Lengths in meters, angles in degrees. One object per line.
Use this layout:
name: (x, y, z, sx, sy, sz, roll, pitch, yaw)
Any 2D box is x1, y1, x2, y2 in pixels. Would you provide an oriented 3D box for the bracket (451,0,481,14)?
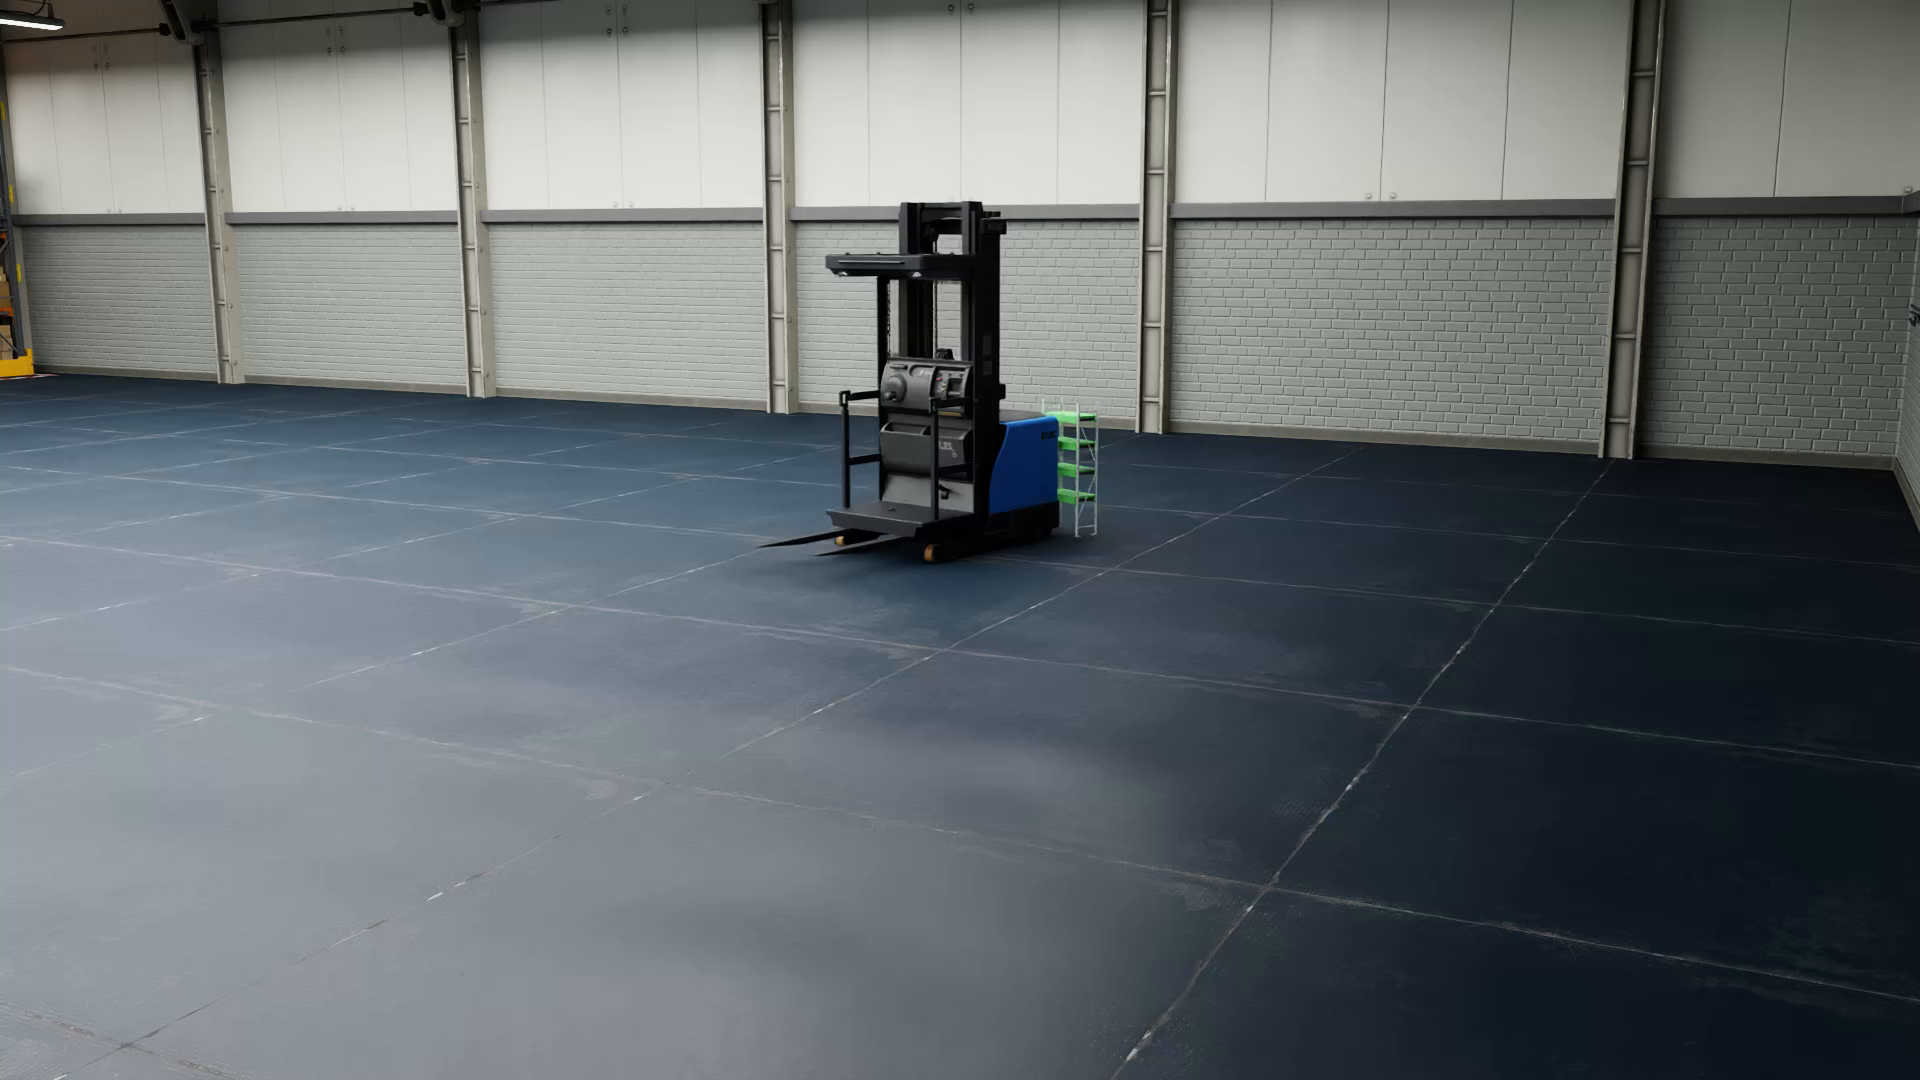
bracket: (-7.887, -8.547, 26.579, 0.430, 0.232, 0.235, 5, 11, 26)

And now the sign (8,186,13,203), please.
sign: (-18.387, -6.693, 32.189, 0.005, 0.325, 0.100, 5, 11, 26)

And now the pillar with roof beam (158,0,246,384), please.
pillar with roof beam: (-15.388, -6.650, 26.207, 0.548, 9.000, 9.100, 5, 11, 26)

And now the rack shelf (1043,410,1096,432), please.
rack shelf: (0.991, -1.074, 14.957, 0.258, 0.148, 0.480, -7, 13, -36)

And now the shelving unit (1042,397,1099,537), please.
shelving unit: (0.990, -0.664, 15.031, 0.258, 1.200, 0.503, -7, 13, -36)

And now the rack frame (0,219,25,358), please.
rack frame: (-18.638, -4.660, 32.054, 0.127, 3.000, 1.000, 5, 11, 26)

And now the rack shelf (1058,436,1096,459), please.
rack shelf: (0.991, -0.838, 14.999, 0.258, 0.148, 0.480, -7, 13, -36)

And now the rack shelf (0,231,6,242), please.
rack shelf: (-20.432, -5.939, 32.721, 4.000, 0.370, 1.077, 5, 11, 26)

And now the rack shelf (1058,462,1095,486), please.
rack shelf: (0.990, -0.602, 15.042, 0.258, 0.148, 0.480, -7, 13, -36)

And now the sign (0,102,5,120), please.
sign: (-18.387, -8.237, 31.909, 0.005, 0.325, 0.100, 5, 11, 26)

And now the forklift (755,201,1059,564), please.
forklift: (-0.424, -1.348, 13.946, 1.130, 2.935, 3.031, 8, 13, 38)

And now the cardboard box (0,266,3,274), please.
cardboard box: (-18.845, -5.235, 32.295, 0.250, 0.149, 0.380, 5, 11, 25)

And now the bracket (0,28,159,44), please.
bracket: (-16.323, -9.288, 30.674, 4.783, 0.066, 0.076, 5, 11, 26)

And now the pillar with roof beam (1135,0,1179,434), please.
pillar with roof beam: (0.754, -5.232, 18.369, 0.400, 9.000, 9.100, 5, 11, 26)

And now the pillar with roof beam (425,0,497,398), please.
pillar with roof beam: (-10.007, -6.177, 23.594, 0.548, 9.000, 9.100, 5, 11, 26)

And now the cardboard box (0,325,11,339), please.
cardboard box: (-18.986, -4.073, 32.548, 0.500, 0.250, 0.500, 5, 11, 25)

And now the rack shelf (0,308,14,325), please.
rack shelf: (-20.432, -4.463, 32.989, 4.000, 0.370, 1.077, 5, 11, 26)

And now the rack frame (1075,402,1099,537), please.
rack frame: (1.134, -0.629, 14.837, 0.240, 1.200, 0.015, -7, 13, -36)

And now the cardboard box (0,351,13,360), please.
cardboard box: (-18.992, -3.583, 32.648, 0.500, 0.250, 0.500, 5, 11, 26)

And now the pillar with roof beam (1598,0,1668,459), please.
pillar with roof beam: (6.135, -4.759, 15.757, 0.400, 9.000, 9.100, 5, 11, 26)

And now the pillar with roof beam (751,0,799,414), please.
pillar with roof beam: (-4.627, -5.705, 20.982, 0.548, 9.000, 9.100, 5, 11, 26)

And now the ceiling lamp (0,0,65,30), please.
ceiling lamp: (-14.261, -9.335, 24.652, 0.800, 3.185, 2.000, 5, 11, 26)

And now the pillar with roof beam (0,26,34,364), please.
pillar with roof beam: (-20.769, -7.123, 28.819, 0.400, 9.000, 9.100, 5, 11, 26)

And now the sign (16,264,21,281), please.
sign: (-18.387, -5.213, 32.457, 0.005, 0.325, 0.100, 5, 11, 26)

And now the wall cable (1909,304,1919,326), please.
wall cable: (10.096, -3.475, 17.383, 0.112, 2.526, 3.097, 5, 11, 26)

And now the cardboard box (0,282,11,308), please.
cardboard box: (-18.960, -4.792, 32.506, 0.500, 0.500, 0.500, 5, 12, 28)

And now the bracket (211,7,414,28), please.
bracket: (-10.942, -8.815, 28.062, 4.783, 0.066, 0.076, 5, 11, 26)

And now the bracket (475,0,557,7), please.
bracket: (-5.562, -8.342, 25.449, 4.783, 0.066, 0.076, 5, 11, 26)

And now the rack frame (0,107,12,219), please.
rack frame: (-18.638, -7.612, 31.519, 0.127, 3.000, 1.000, 5, 11, 26)

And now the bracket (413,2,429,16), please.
bracket: (-8.632, -8.612, 26.940, 0.430, 0.232, 0.235, 5, 11, 26)

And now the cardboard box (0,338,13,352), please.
cardboard box: (-18.968, -3.829, 32.605, 0.500, 0.250, 0.500, 5, 12, 27)

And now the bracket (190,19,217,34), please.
bracket: (-13.268, -9.020, 29.191, 0.430, 0.232, 0.235, 5, 11, 26)

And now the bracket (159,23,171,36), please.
bracket: (-14.013, -9.085, 29.552, 0.430, 0.232, 0.235, 5, 11, 26)

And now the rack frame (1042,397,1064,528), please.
rack frame: (0.846, -0.700, 15.224, 0.240, 1.200, 0.015, -7, 13, -36)

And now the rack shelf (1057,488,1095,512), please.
rack shelf: (0.990, -0.365, 15.084, 0.258, 0.148, 0.480, -7, 13, -36)

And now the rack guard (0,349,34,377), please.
rack guard: (-18.617, -3.428, 32.266, 0.348, 0.500, 1.175, 5, 11, 26)

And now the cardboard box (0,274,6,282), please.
cardboard box: (-18.828, -5.096, 32.364, 0.250, 0.149, 0.380, 5, 11, 24)

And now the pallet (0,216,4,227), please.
pallet: (-19.261, -6.152, 32.125, 1.213, 0.211, 1.003, 5, 11, 26)
